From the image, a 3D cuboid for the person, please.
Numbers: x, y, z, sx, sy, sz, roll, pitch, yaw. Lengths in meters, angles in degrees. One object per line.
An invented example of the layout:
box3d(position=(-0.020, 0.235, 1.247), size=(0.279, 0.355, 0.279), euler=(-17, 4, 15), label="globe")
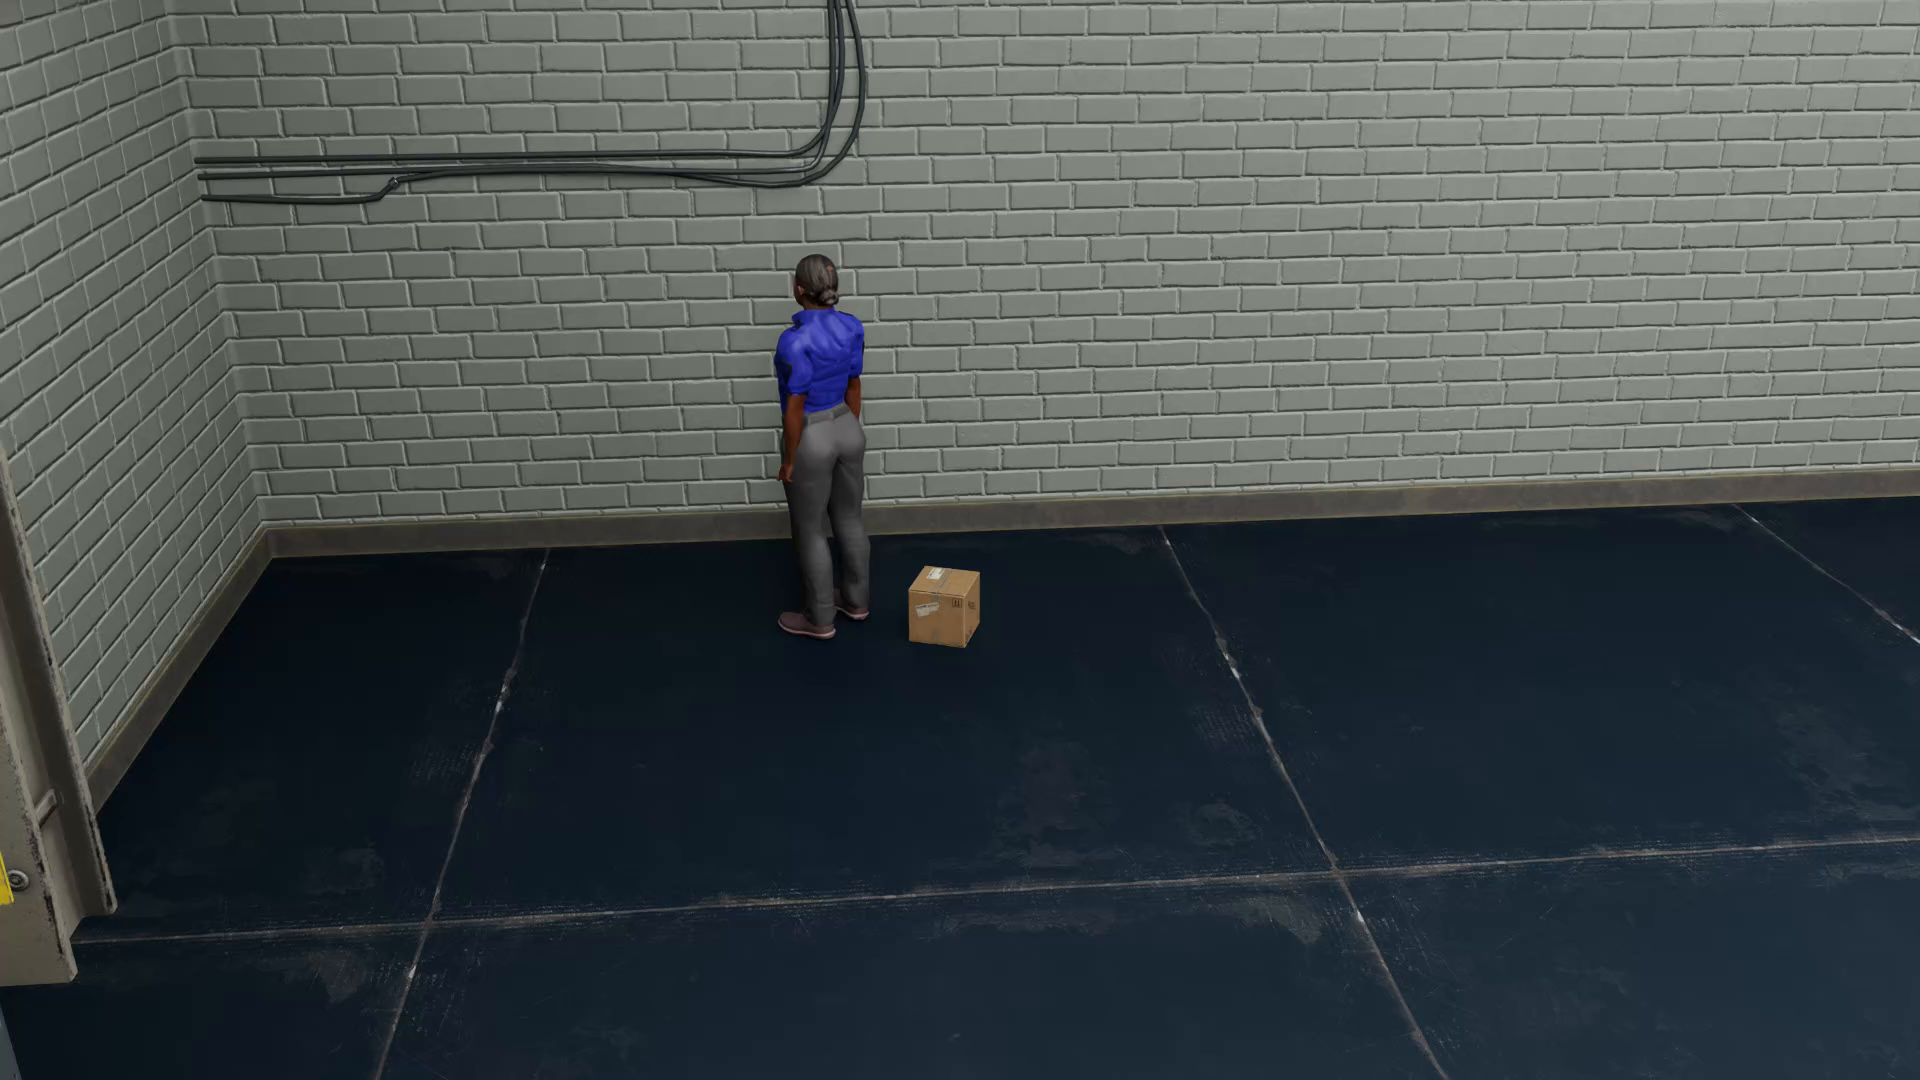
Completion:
box3d(position=(-0.590, -0.392, 6.991), size=(0.336, 1.660, 0.451), euler=(20, 31, 38), label="person")
